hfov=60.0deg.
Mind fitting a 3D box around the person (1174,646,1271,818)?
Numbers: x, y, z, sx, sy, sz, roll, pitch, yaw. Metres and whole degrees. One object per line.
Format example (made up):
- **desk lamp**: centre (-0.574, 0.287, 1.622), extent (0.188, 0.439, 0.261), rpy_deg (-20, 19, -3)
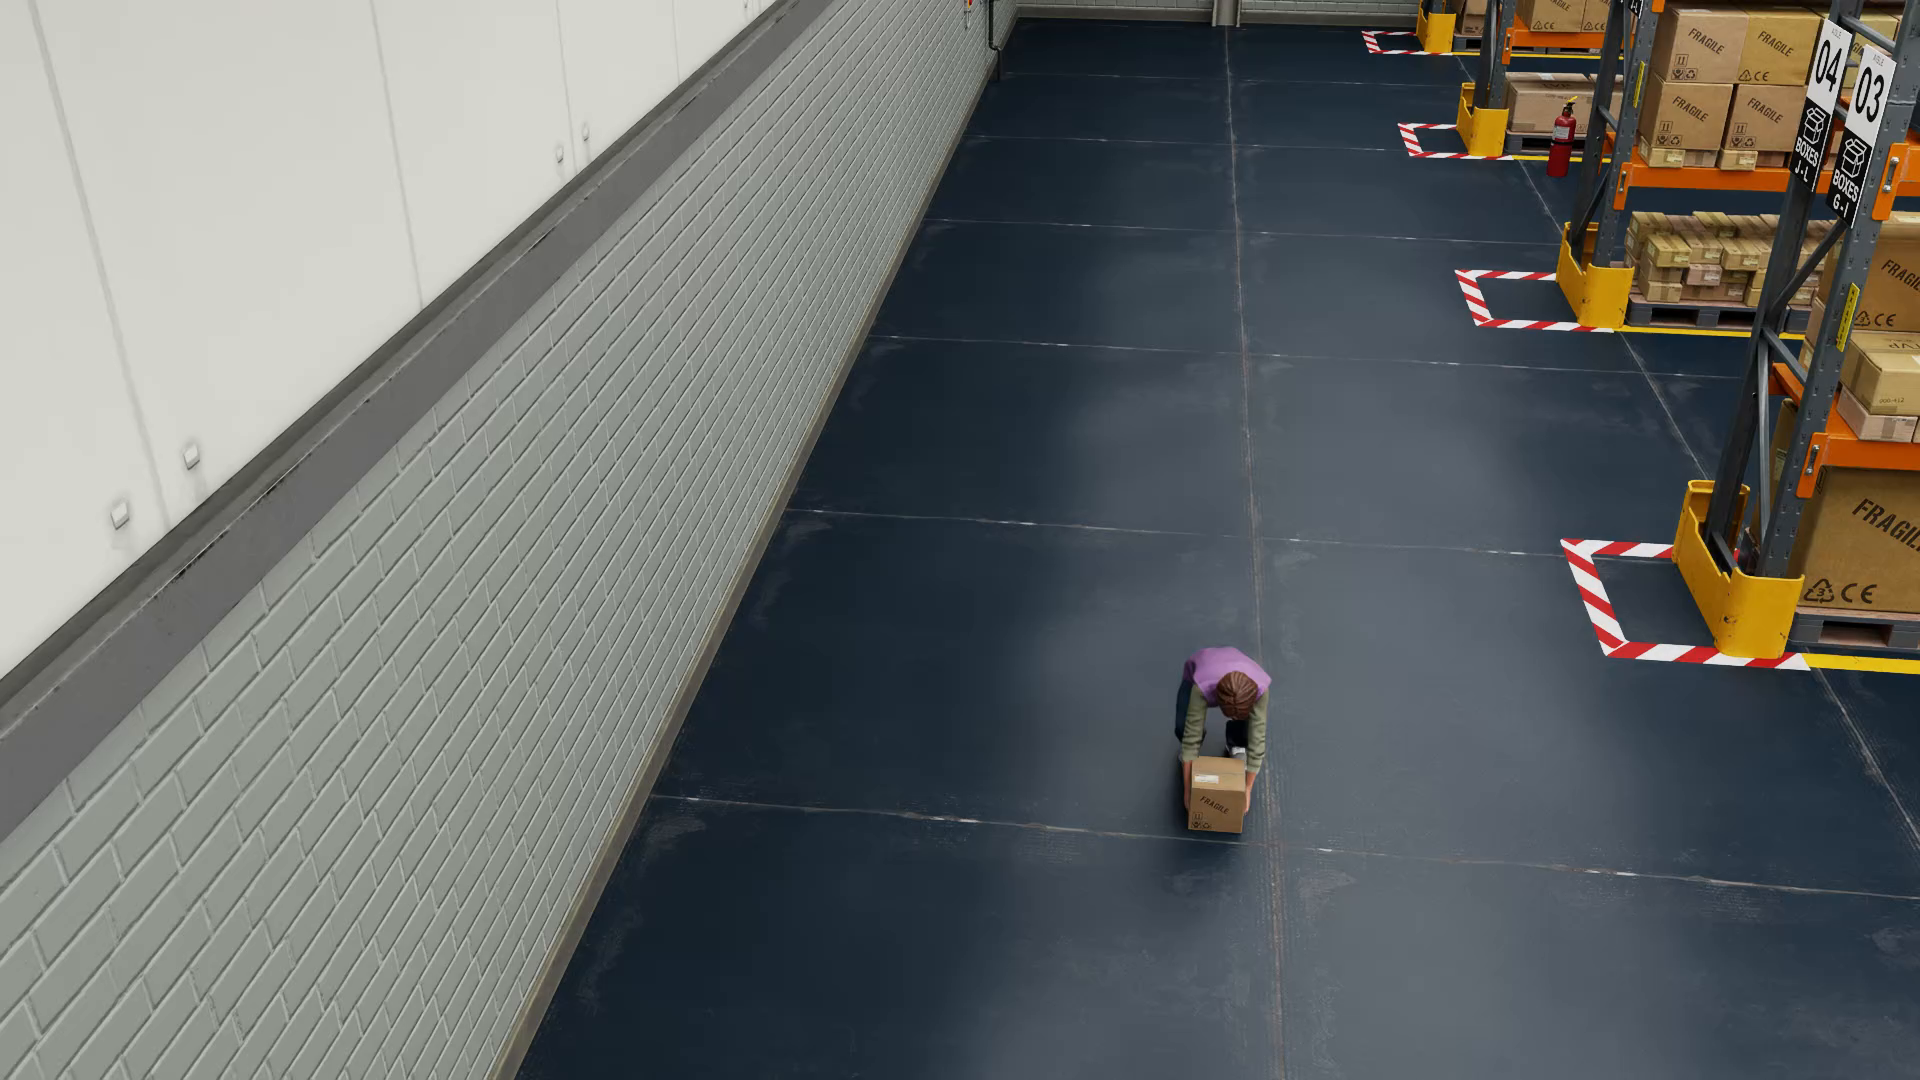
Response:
- **person**: centre (1.261, 0.814, 8.027), extent (0.438, 0.764, 0.808), rpy_deg (3, 29, 6)
